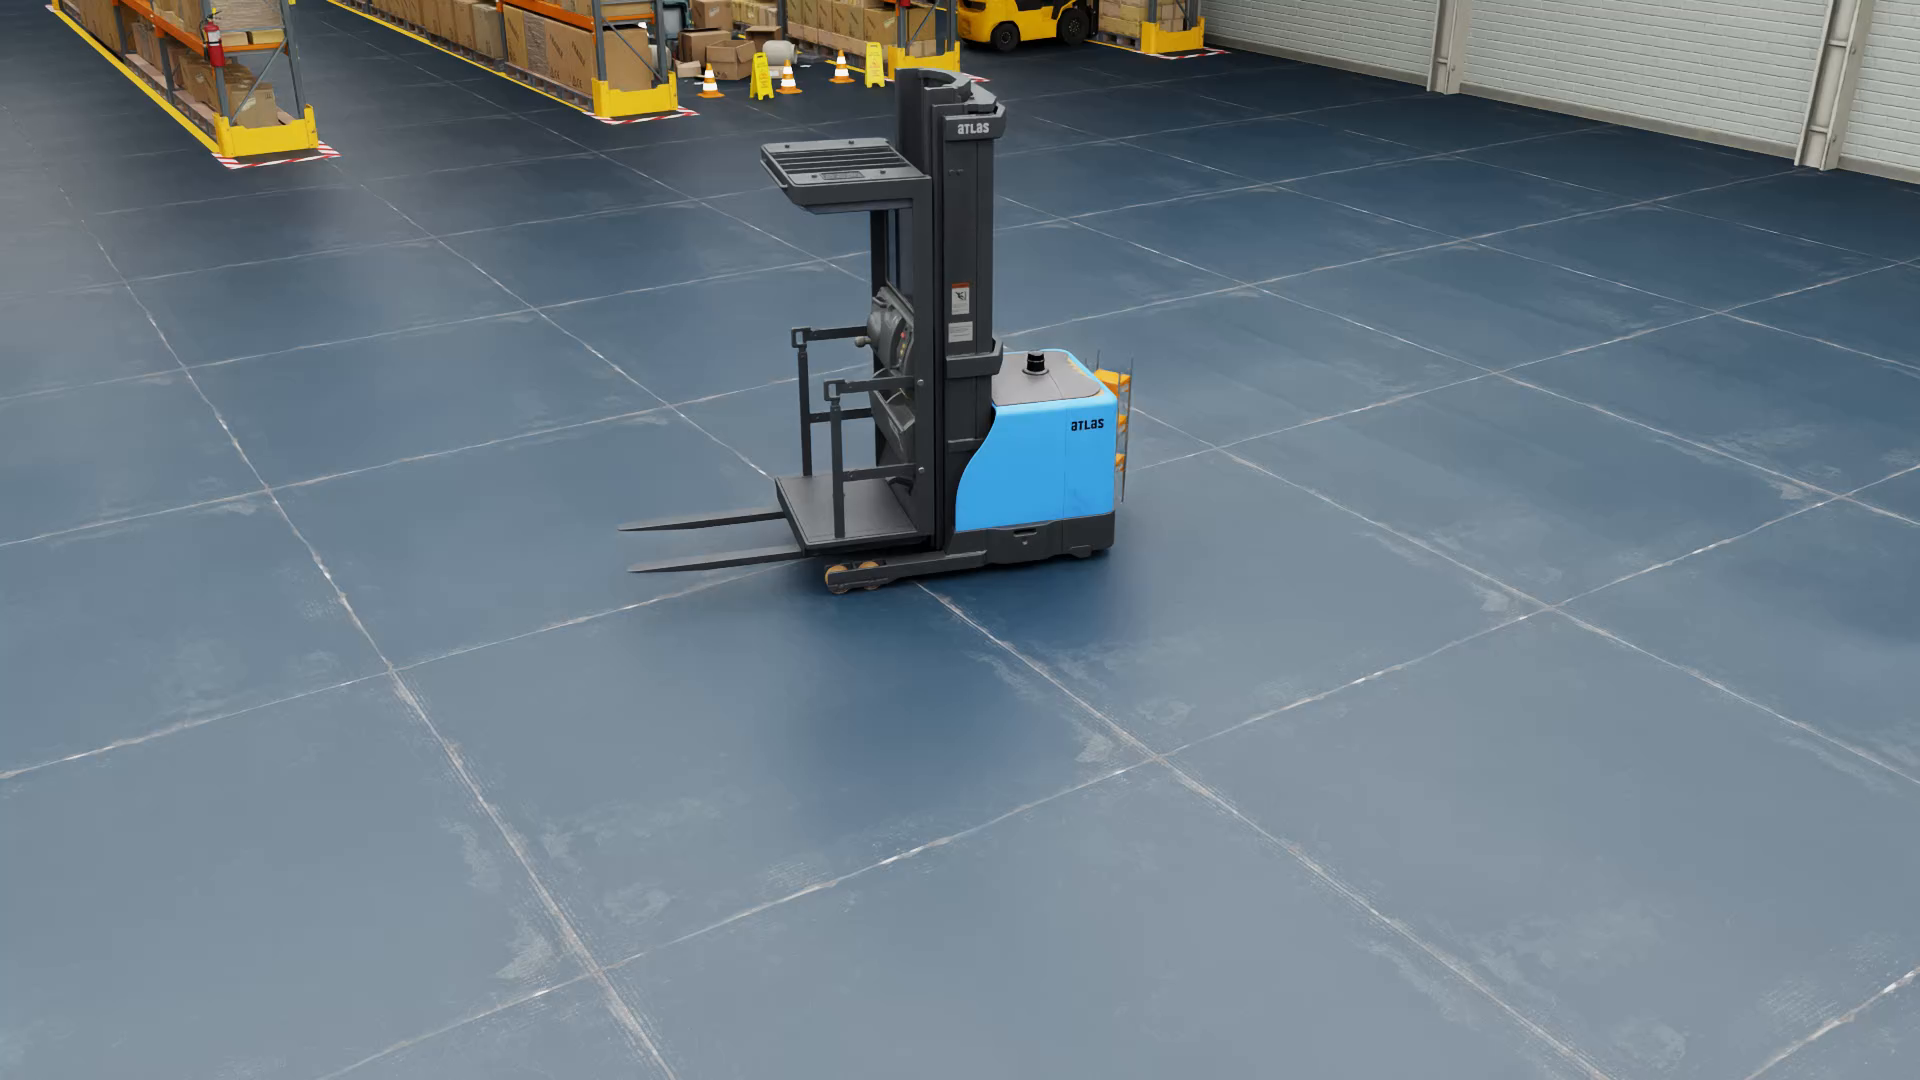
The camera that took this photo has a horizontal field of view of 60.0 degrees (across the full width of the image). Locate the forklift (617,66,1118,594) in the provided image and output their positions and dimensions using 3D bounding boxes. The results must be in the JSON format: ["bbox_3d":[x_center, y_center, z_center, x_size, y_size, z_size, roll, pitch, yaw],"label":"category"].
[{"bbox_3d":[-0.601,-1.252,9.969,3.031,2.935,1.130,-7,26,-14],"label":"forklift"}]

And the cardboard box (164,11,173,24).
[{"bbox_3d":[-10.609,-7.147,22.669,0.380,0.149,0.250,-16,29,-30],"label":"cardboard box"}]

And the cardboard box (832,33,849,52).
[{"bbox_3d":[-1.753,-8.193,27.321,0.500,0.250,0.500,-17,30,-31],"label":"cardboard box"}]

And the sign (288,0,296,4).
[{"bbox_3d":[-8.368,-6.856,20.745,0.100,0.325,0.005,-16,29,-30],"label":"sign"}]

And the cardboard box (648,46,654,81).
[{"bbox_3d":[-5.088,-7.443,25.928,0.500,0.500,0.500,-10,27,-21],"label":"cardboard box"}]

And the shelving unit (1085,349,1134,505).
[{"bbox_3d":[0.962,-0.719,11.035,0.252,1.050,0.215,15,29,26],"label":"shelving unit"}]

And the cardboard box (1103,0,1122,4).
[{"bbox_3d":[2.841,-9.478,28.870,0.500,0.250,0.500,-15,29,-29],"label":"cardboard box"}]

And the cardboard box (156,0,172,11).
[{"bbox_3d":[-10.569,-7.586,22.840,0.875,0.500,0.500,-16,29,-30],"label":"cardboard box"}]

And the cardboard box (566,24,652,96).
[{"bbox_3d":[-5.037,-6.914,23.879,0.875,0.875,0.875,-15,29,-29],"label":"cardboard box"}]

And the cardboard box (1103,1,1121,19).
[{"bbox_3d":[2.845,-9.261,28.998,0.500,0.250,0.500,-16,30,-30],"label":"cardboard box"}]

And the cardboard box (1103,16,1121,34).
[{"bbox_3d":[2.852,-9.027,29.086,0.500,0.250,0.500,-16,29,-30],"label":"cardboard box"}]

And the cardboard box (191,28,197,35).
[{"bbox_3d":[-9.847,-6.722,21.769,0.380,0.149,0.250,-16,29,-30],"label":"cardboard box"}]

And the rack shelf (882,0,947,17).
[{"bbox_3d":[-1.612,-9.038,27.223,1.077,0.370,4.000,-16,29,-30],"label":"rack shelf"}]

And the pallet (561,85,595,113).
[{"bbox_3d":[-5.114,-6.465,24.197,1.003,0.211,1.213,-16,29,-30],"label":"pallet"}]

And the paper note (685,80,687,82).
[{"bbox_3d":[-4.260,-7.142,25.867,0.032,0.001,0.123,-1,25,-3],"label":"paper note"}]

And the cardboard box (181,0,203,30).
[{"bbox_3d":[-9.474,-6.872,21.327,0.875,0.500,0.500,-16,29,-30],"label":"cardboard box"}]

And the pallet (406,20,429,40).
[{"bbox_3d":[-9.404,-9.338,30.284,1.003,0.211,1.213,-16,29,-30],"label":"pallet"}]

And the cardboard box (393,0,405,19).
[{"bbox_3d":[-10.140,-9.925,30.697,0.500,0.500,0.500,-17,30,-32],"label":"cardboard box"}]

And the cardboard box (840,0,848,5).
[{"bbox_3d":[-1.709,-8.753,26.869,0.380,0.149,0.250,-14,29,-27],"label":"cardboard box"}]

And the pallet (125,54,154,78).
[{"bbox_3d":[-12.765,-7.659,26.726,1.003,0.211,1.213,-16,29,-30],"label":"pallet"}]

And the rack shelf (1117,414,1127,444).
[{"bbox_3d":[0.961,-0.710,11.040,0.240,0.259,0.215,15,29,26],"label":"rack shelf"}]

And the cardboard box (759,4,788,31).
[{"bbox_3d":[-2.992,-9.267,29.453,0.950,0.372,0.625,-15,29,-29],"label":"cardboard box"}]

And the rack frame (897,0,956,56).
[{"bbox_3d":[-0.520,-8.648,25.554,1.000,3.000,0.127,-16,29,-30],"label":"rack frame"}]

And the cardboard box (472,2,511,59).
[{"bbox_3d":[-7.210,-8.262,26.881,1.050,0.750,0.750,-16,29,-30],"label":"cardboard box"}]

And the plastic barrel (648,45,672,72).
[{"bbox_3d":[-4.891,-7.675,26.513,0.512,0.421,0.421,3,25,6],"label":"plastic barrel"}]

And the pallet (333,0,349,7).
[{"bbox_3d":[-12.229,-11.158,34.138,1.003,0.211,1.213,-16,29,-30],"label":"pallet"}]

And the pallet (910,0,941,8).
[{"bbox_3d":[-0.313,-11.102,34.021,1.003,0.211,1.213,-16,29,-30],"label":"pallet"}]

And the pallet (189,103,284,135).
[{"bbox_3d":[-9.940,-5.839,22.871,1.003,0.211,1.213,-16,29,-30],"label":"pallet"}]

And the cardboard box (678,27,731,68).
[{"bbox_3d":[-4.117,-7.951,26.844,0.797,0.637,0.503,-16,29,-30],"label":"cardboard box"}]

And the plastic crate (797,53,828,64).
[{"bbox_3d":[-2.533,-8.005,27.614,0.583,0.080,0.402,18,31,33],"label":"plastic crate"}]

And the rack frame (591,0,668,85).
[{"bbox_3d":[-4.612,-7.458,23.034,1.000,3.000,0.127,-16,29,-30],"label":"rack frame"}]

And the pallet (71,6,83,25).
[{"bbox_3d":[-16.393,-10.096,31.890,1.003,0.211,1.213,-16,29,-30],"label":"pallet"}]

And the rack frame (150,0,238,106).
[{"bbox_3d":[-11.006,-7.769,23.693,1.000,3.000,0.127,-16,29,-30],"label":"rack frame"}]

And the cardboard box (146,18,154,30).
[{"bbox_3d":[-12.501,-8.187,26.113,0.500,0.250,0.500,-12,28,-24],"label":"cardboard box"}]

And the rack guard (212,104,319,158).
[{"bbox_3d":[-8.864,-5.235,21.253,1.175,0.500,0.348,-16,29,-30],"label":"rack guard"}]

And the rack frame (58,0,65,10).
[{"bbox_3d":[-17.557,-12.061,32.785,1.000,3.000,0.127,-16,29,-30],"label":"rack frame"}]

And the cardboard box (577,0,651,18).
[{"bbox_3d":[-4.852,-7.648,23.261,0.875,0.550,0.550,-16,29,-30],"label":"cardboard box"}]

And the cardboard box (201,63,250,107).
[{"bbox_3d":[-10.098,-6.269,22.952,0.500,0.500,0.500,-19,31,-34],"label":"cardboard box"}]

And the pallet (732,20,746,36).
[{"bbox_3d":[-3.800,-9.532,30.695,1.003,0.211,1.213,-16,29,-30],"label":"pallet"}]

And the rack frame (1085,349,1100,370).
[{"bbox_3d":[0.856,-0.747,11.090,0.008,1.050,0.200,15,29,26],"label":"rack frame"}]

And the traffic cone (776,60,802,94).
[{"bbox_3d":[-2.580,-6.973,24.979,0.336,0.463,0.334,-16,29,-30],"label":"traffic cone"}]

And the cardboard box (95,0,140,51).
[{"bbox_3d":[-13.549,-8.680,27.621,1.225,0.875,0.875,-17,30,-32],"label":"cardboard box"}]

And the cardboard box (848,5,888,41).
[{"bbox_3d":[-1.463,-8.345,26.764,0.500,0.500,0.500,-14,29,-28],"label":"cardboard box"}]

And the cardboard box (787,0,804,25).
[{"bbox_3d":[-2.607,-9.090,28.342,0.500,0.500,0.500,-14,29,-27],"label":"cardboard box"}]

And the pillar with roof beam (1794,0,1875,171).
[{"bbox_3d":[6.956,-7.682,16.482,9.100,9.000,0.400,-16,29,-30],"label":"pillar with roof beam"}]

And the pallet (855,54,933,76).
[{"bbox_3d":[-0.975,-7.713,26.840,1.003,0.211,1.213,-16,29,-30],"label":"pallet"}]

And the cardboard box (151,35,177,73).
[{"bbox_3d":[-11.874,-7.437,25.403,0.700,0.500,0.500,-18,31,-34],"label":"cardboard box"}]
